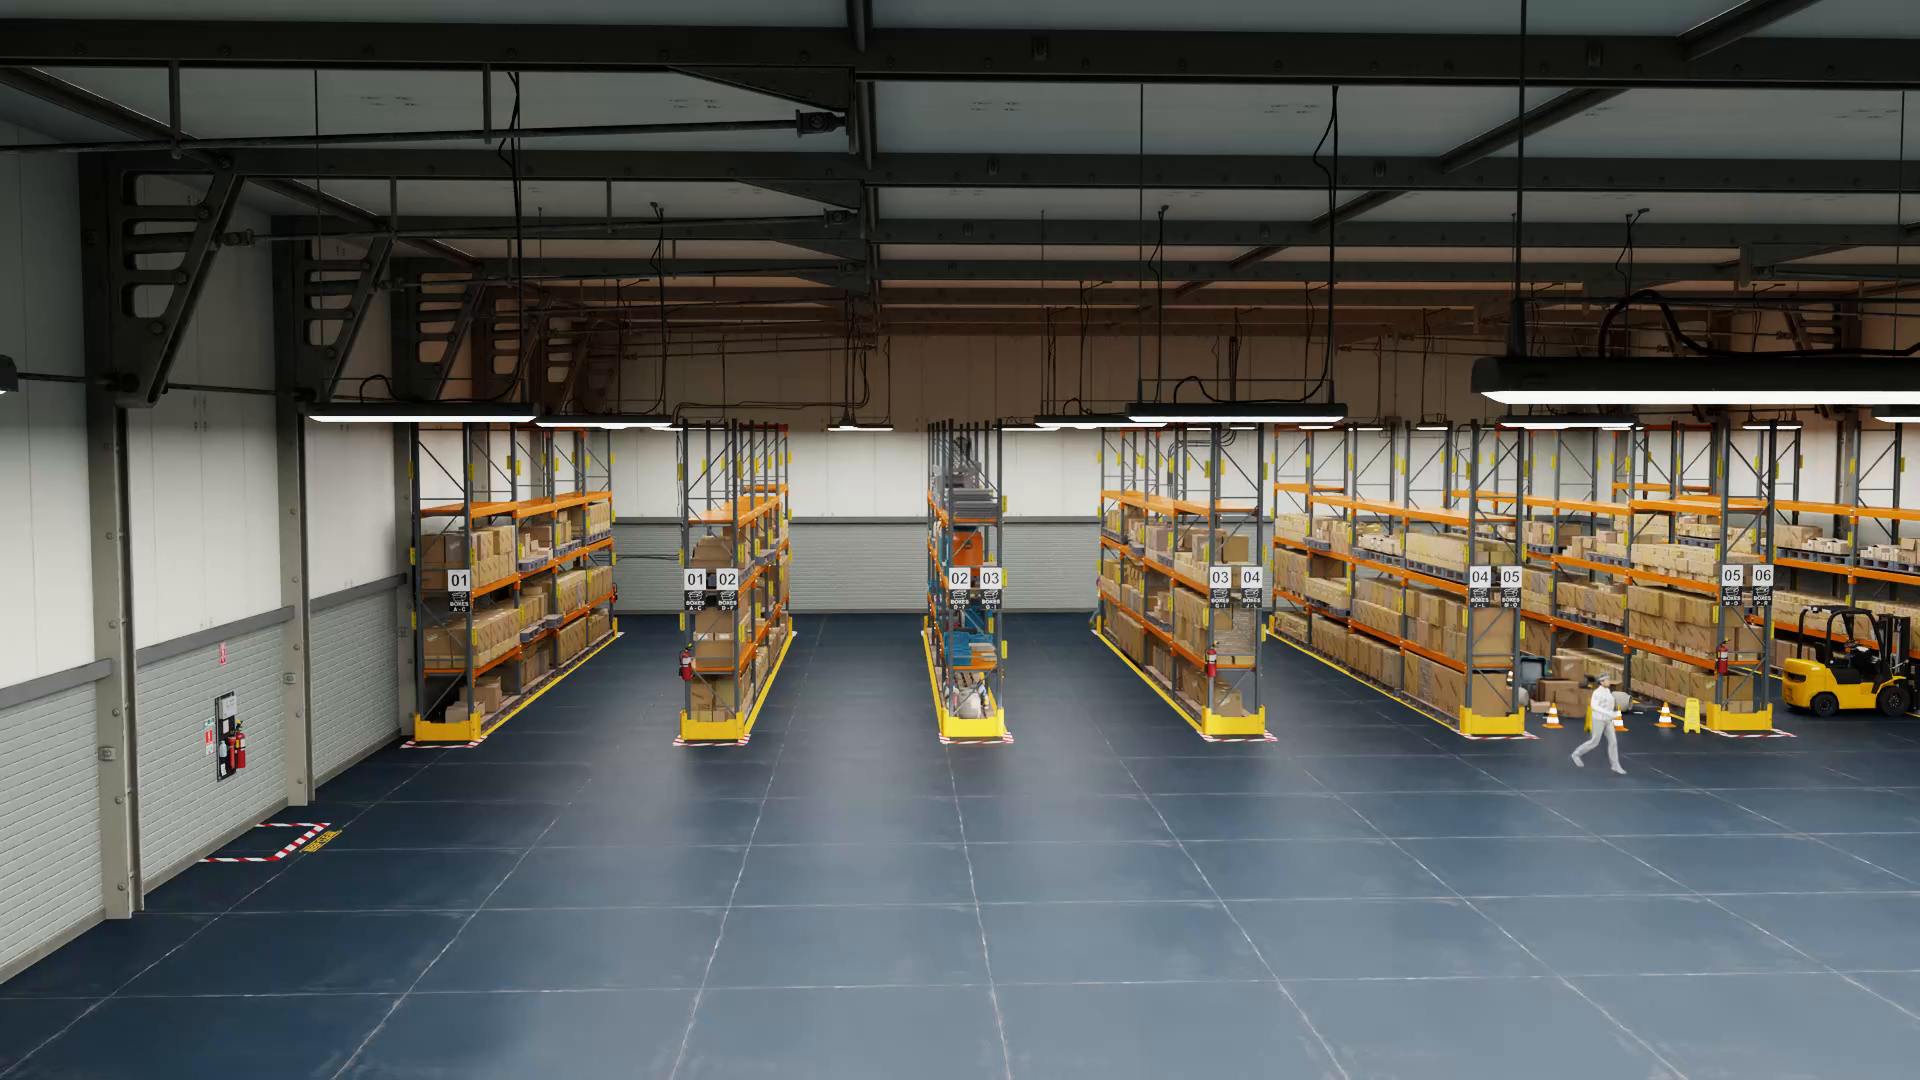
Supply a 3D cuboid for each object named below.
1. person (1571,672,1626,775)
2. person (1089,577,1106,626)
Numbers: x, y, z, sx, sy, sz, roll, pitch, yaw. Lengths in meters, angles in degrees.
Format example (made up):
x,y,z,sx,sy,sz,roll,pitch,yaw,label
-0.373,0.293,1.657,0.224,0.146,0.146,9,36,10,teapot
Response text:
x,y,z,sx,sy,sz,roll,pitch,yaw,label
10.892,3.066,28.163,0.596,1.692,0.947,-3,5,-43,person
4.225,1.731,48.945,0.861,1.833,0.676,1,4,9,person
